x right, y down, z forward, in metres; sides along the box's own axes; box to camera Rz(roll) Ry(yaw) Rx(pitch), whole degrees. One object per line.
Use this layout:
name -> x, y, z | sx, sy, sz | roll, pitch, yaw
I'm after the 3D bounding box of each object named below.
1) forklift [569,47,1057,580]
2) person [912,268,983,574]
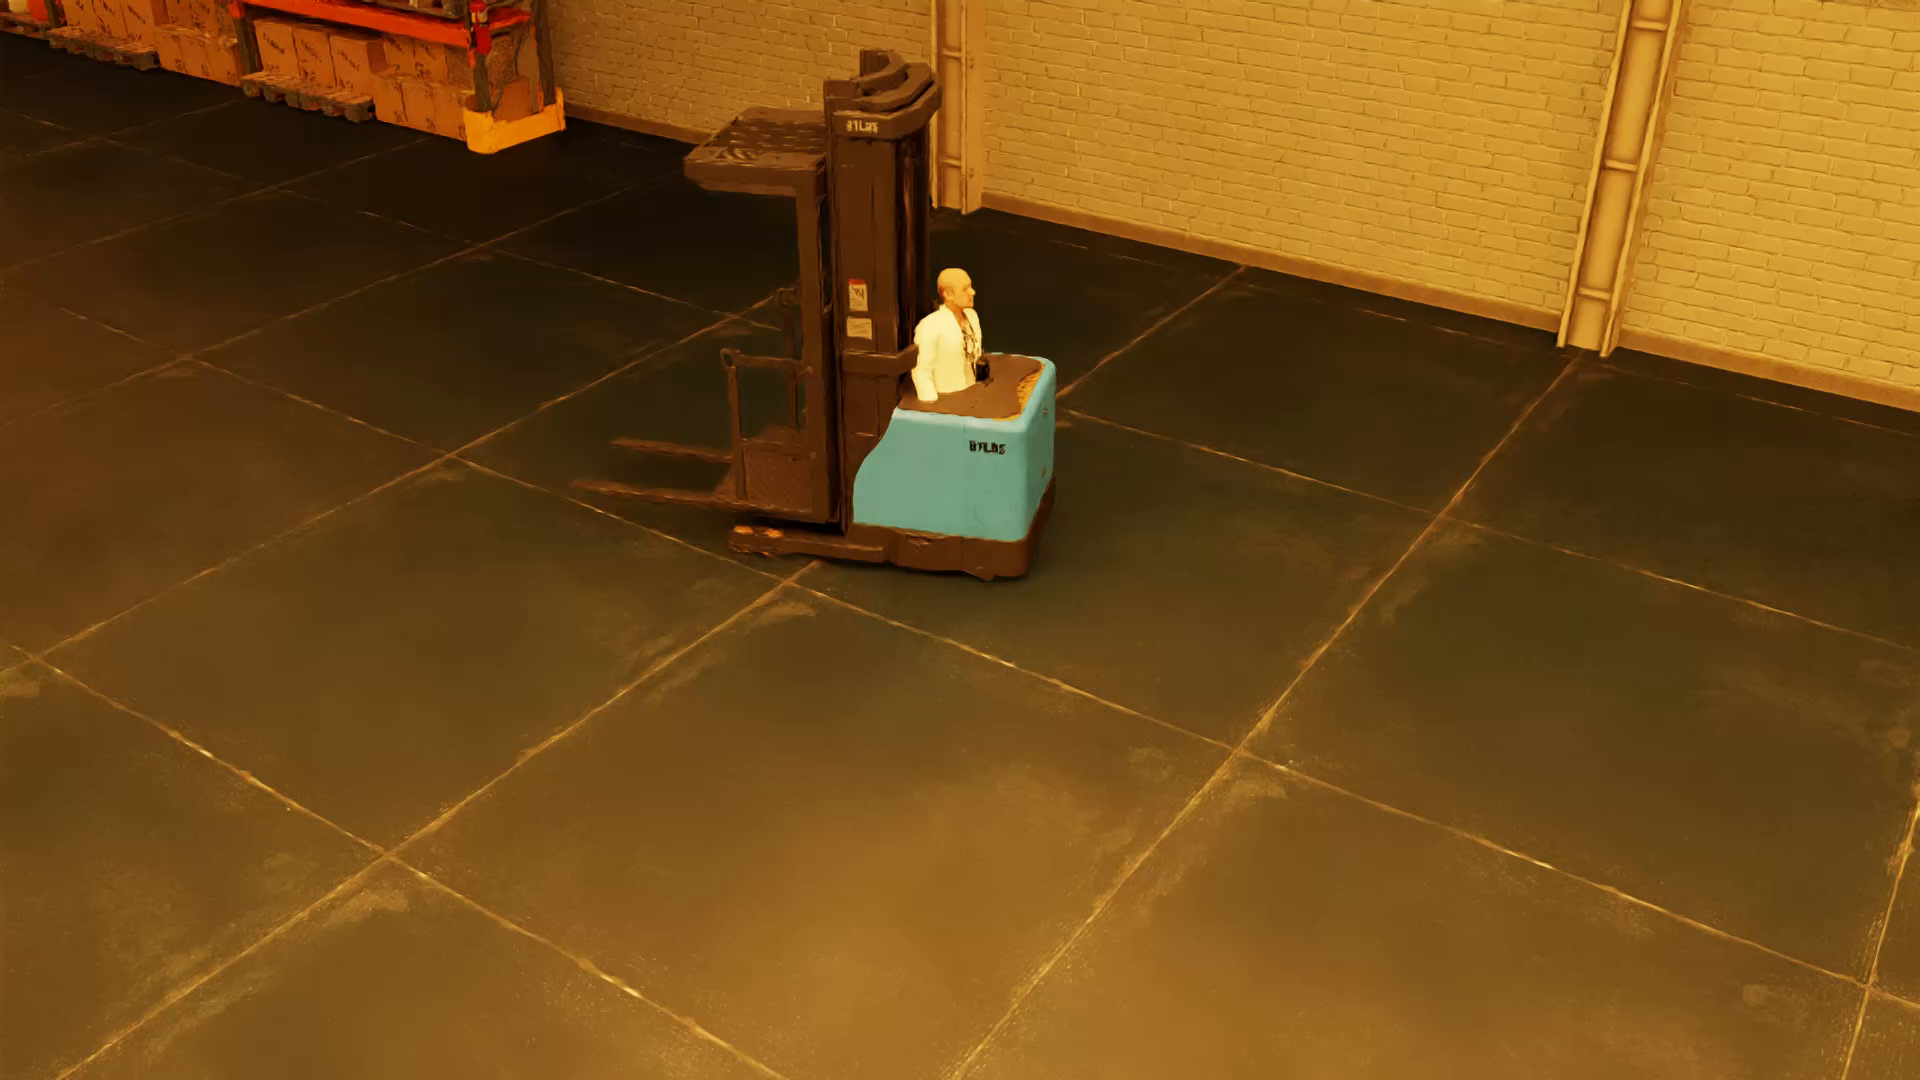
forklift -> -0.963, -1.413, 10.014 | 3.031, 2.935, 1.130 | 7, 31, 12
person -> 0.073, -0.748, 10.003 | 0.579, 1.776, 0.694 | 19, 35, 29
